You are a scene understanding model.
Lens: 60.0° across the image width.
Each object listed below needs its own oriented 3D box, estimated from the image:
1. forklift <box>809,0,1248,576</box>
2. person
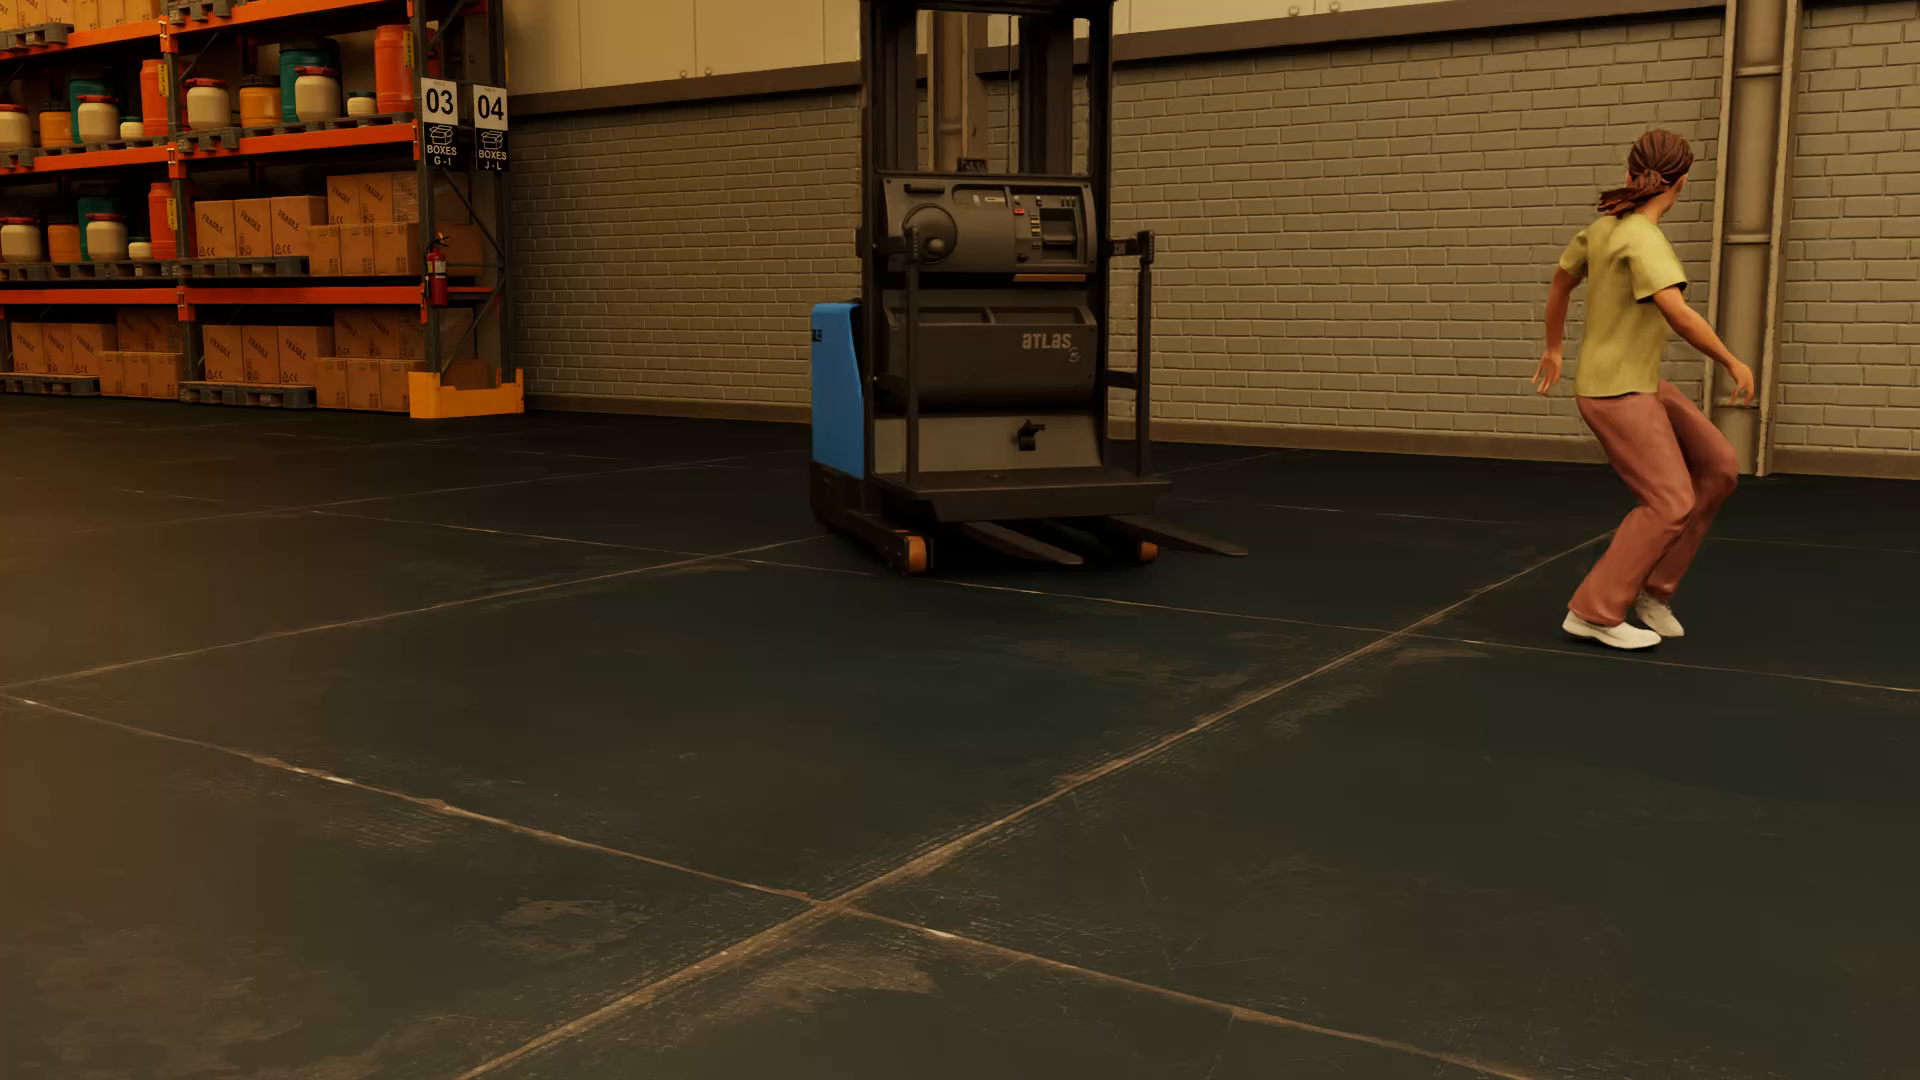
[{"bbox_3d":[0.199,-1.370,6.825,1.130,2.935,3.031,-3,9,-18],"label":"forklift"},{"bbox_3d":[2.121,-0.459,5.222,0.663,1.617,0.632,3,9,23],"label":"person"}]
